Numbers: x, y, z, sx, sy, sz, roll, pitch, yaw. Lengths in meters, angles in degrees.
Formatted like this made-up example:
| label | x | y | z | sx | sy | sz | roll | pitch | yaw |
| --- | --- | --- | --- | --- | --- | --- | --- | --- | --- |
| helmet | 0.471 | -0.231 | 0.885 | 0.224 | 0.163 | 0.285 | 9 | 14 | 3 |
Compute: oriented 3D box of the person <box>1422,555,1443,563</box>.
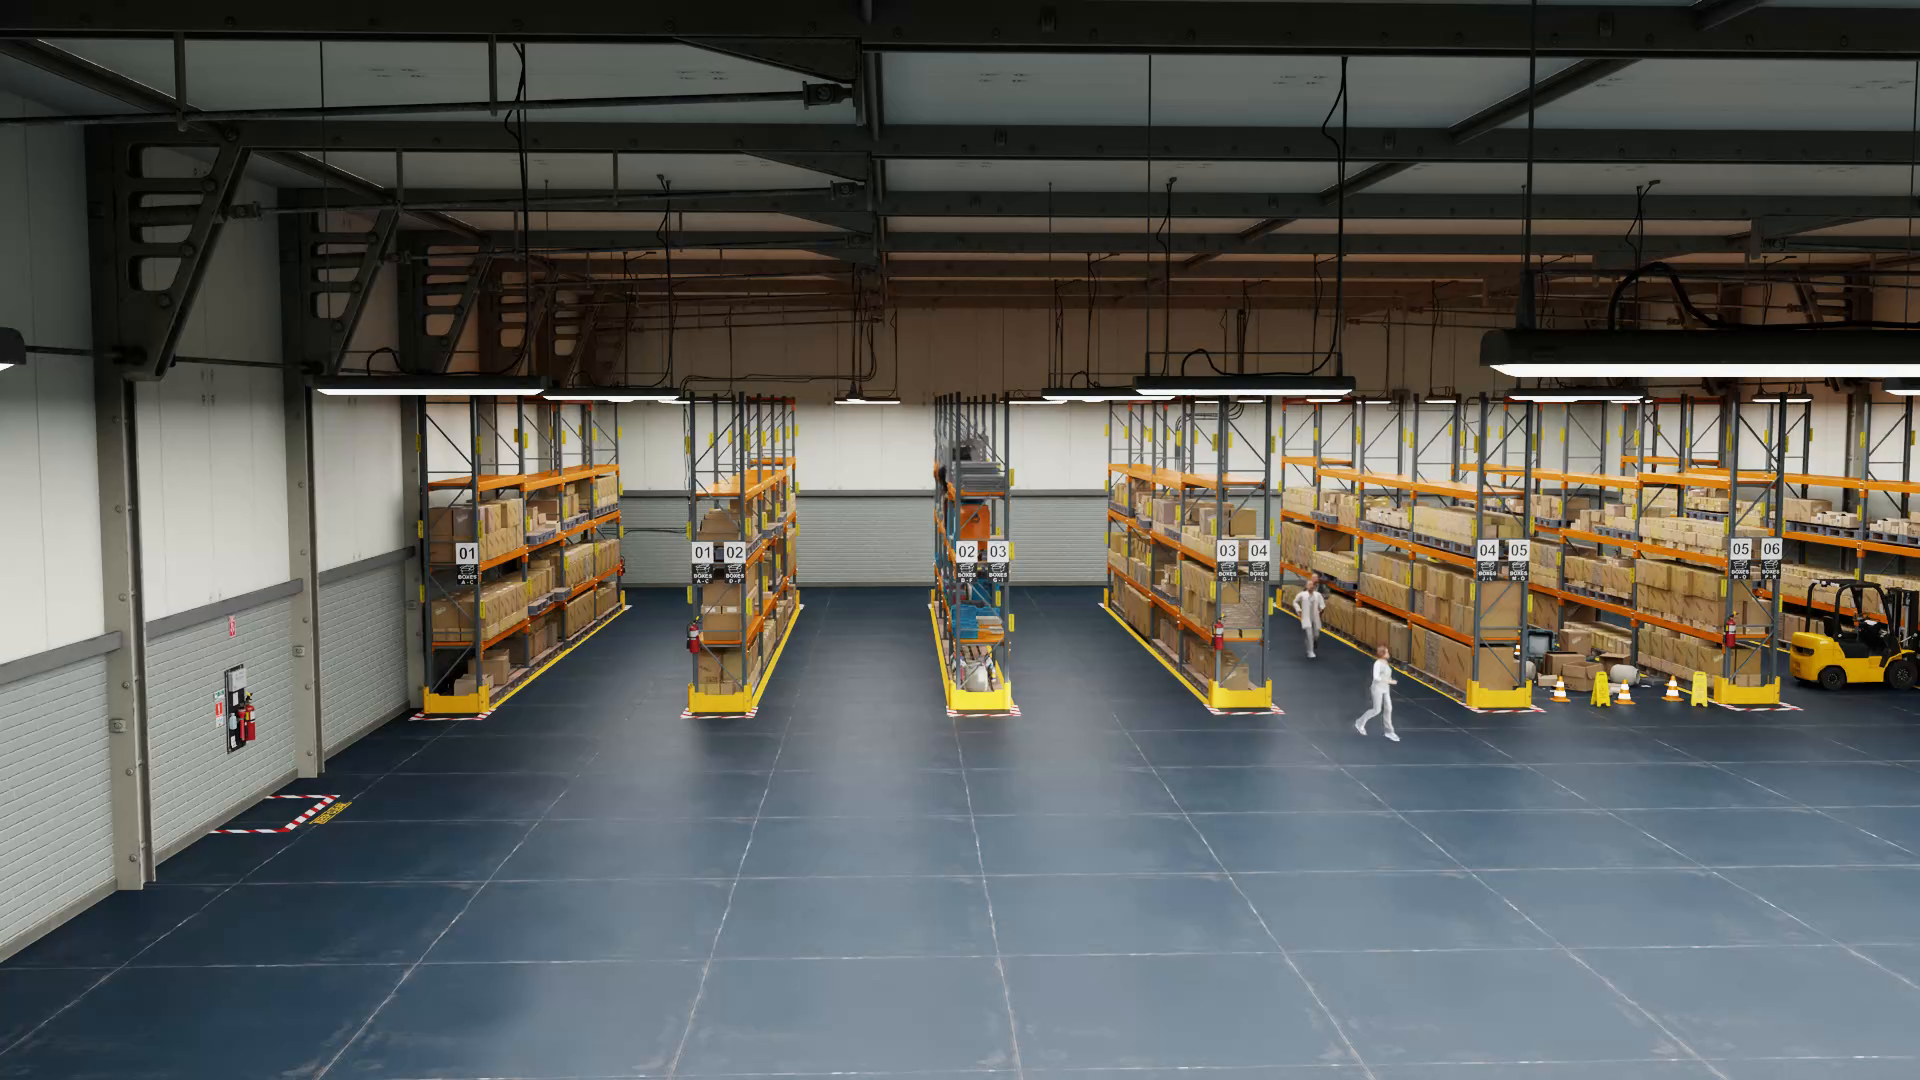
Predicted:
| label | x | y | z | sx | sy | sz | roll | pitch | yaw |
| --- | --- | --- | --- | --- | --- | --- | --- | --- | --- |
| person | 14.036 | 0.905 | 49.333 | 0.755 | 1.813 | 0.725 | 0 | 5 | 4 |

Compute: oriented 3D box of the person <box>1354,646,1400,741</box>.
| label | x | y | z | sx | sy | sz | roll | pitch | yaw |
| --- | --- | --- | --- | --- | --- | --- | --- | --- | --- |
| person | 7.216 | 2.625 | 28.674 | 0.783 | 1.617 | 0.560 | 3 | 6 | 35 |

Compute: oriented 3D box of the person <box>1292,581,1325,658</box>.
| label | x | y | z | sx | sy | sz | roll | pitch | yaw |
| --- | --- | --- | --- | --- | --- | --- | --- | --- | --- |
| person | 8.005 | 1.800 | 38.082 | 0.720 | 1.747 | 0.916 | 0 | 5 | -5 |

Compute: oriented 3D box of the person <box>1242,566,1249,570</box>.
| label | x | y | z | sx | sy | sz | roll | pitch | yaw |
| --- | --- | --- | --- | --- | --- | --- | --- | --- | --- |
| person | 7.905 | 1.092 | 46.790 | 0.760 | 1.742 | 0.968 | 1 | 5 | 10 |

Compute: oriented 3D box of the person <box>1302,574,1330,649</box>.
| label | x | y | z | sx | sy | sz | roll | pitch | yaw |
| --- | --- | --- | --- | --- | --- | --- | --- | --- | --- |
| person | 8.509 | 1.679 | 39.788 | 0.632 | 1.758 | 0.871 | 0 | 5 | -1 |
